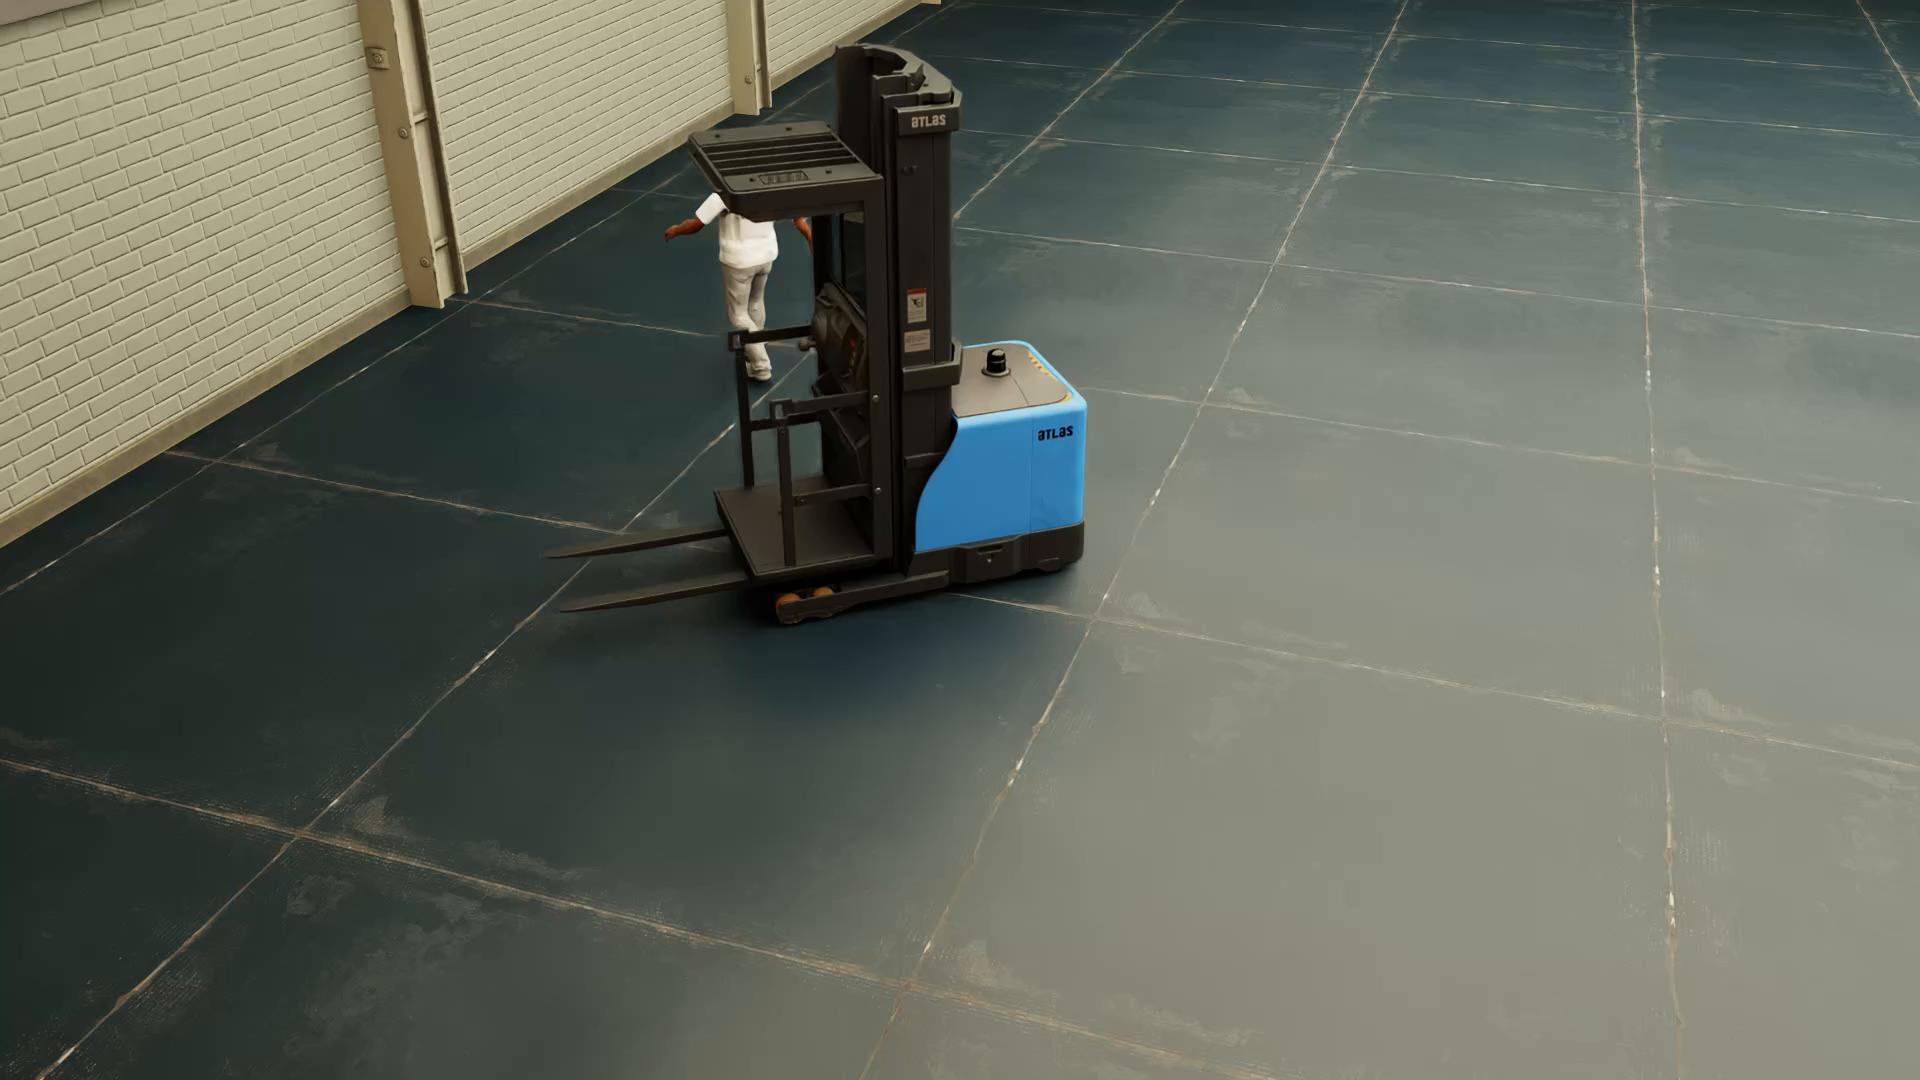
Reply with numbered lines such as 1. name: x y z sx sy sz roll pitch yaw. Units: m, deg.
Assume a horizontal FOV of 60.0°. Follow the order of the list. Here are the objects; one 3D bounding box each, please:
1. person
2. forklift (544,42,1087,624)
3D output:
1. person: -1.514 -2.041 11.926 1.009 1.745 0.759 -20 35 -30
2. forklift: -0.845 -1.099 9.065 3.031 2.935 1.130 -10 31 -17
